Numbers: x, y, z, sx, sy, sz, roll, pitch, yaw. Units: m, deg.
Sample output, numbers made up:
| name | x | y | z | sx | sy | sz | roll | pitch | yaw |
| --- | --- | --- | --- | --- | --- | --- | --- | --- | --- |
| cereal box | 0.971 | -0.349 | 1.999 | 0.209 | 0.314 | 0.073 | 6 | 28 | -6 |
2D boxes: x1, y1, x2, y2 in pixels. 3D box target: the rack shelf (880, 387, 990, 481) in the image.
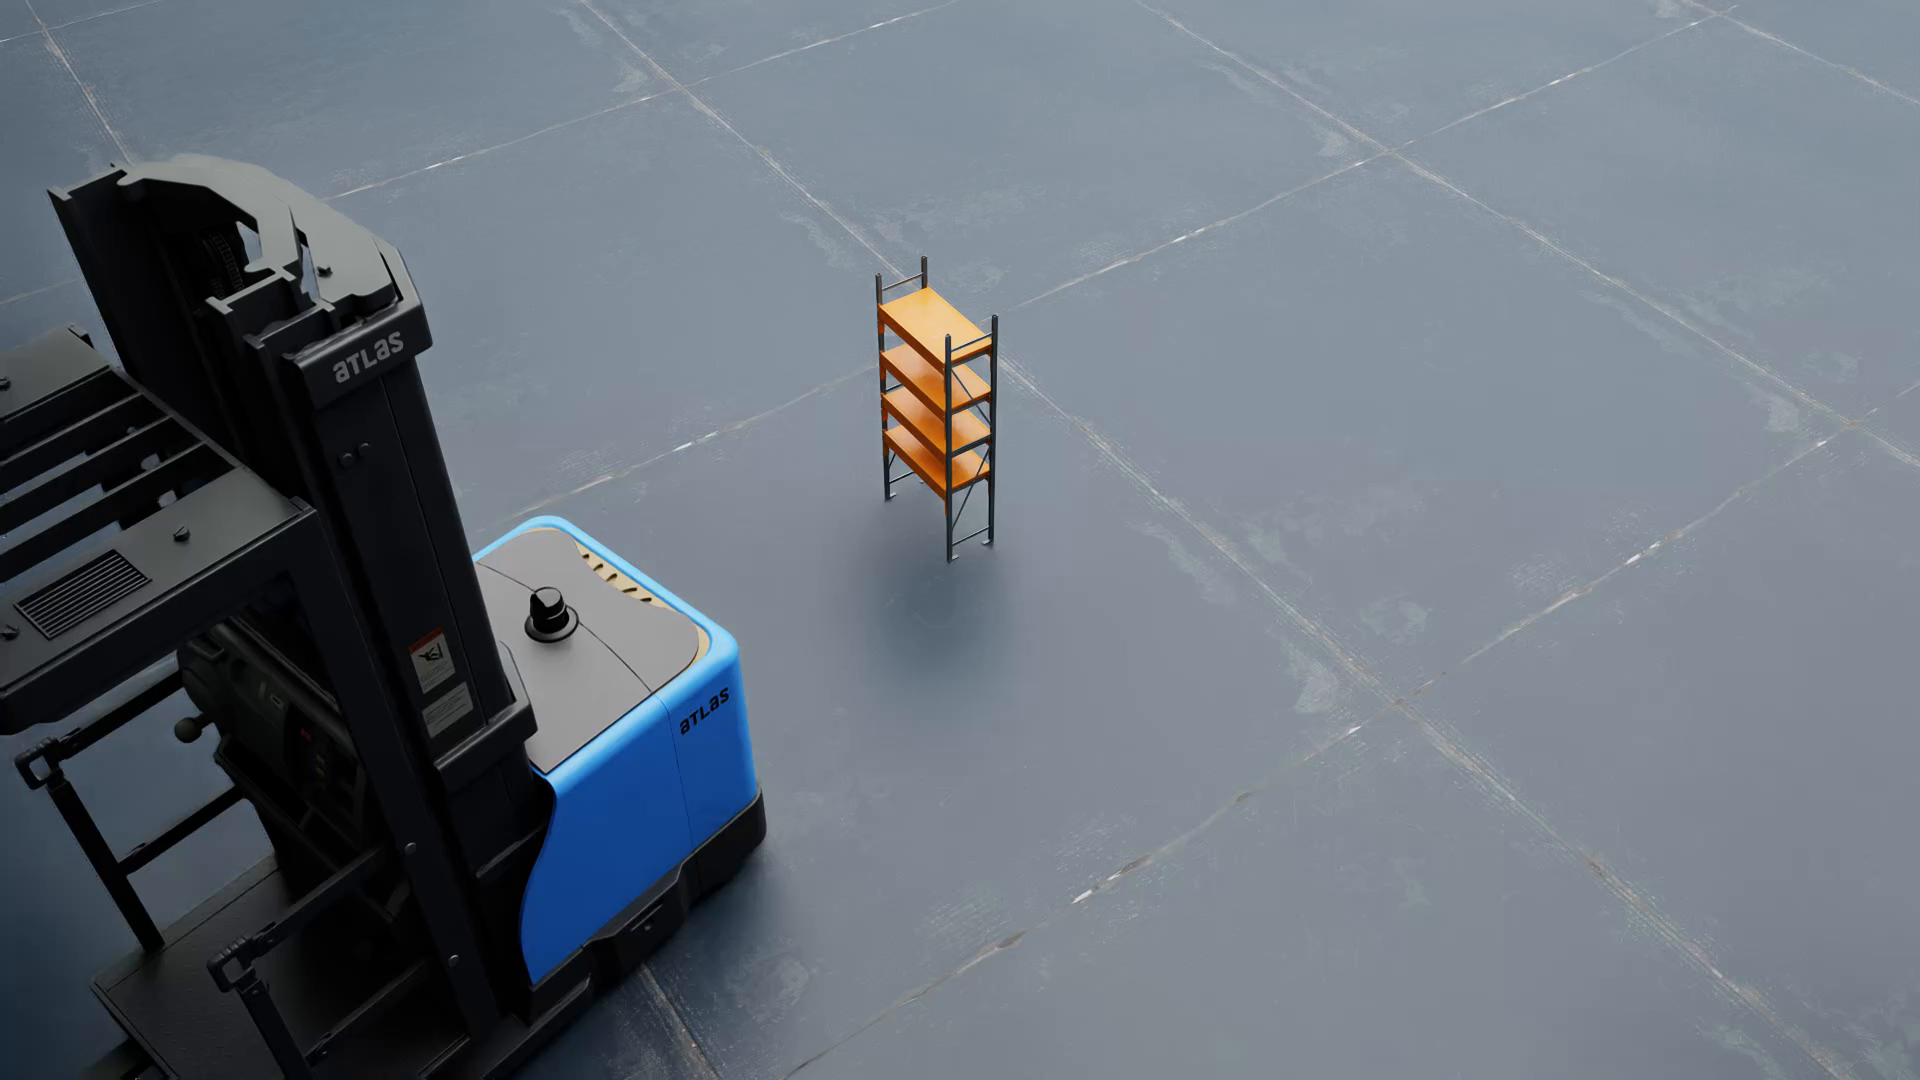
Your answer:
| name | x | y | z | sx | sy | sz | roll | pitch | yaw |
| --- | --- | --- | --- | --- | --- | --- | --- | --- | --- |
| rack shelf | -0.095 | -0.479 | 6.971 | 0.258 | 0.148 | 0.480 | -26 | 49 | -24 |

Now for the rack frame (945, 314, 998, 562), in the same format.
| name | x | y | z | sx | sy | sz | roll | pitch | yaw |
| --- | --- | --- | --- | --- | --- | --- | --- | --- | --- |
| rack frame | 0.045 | -0.390 | 6.780 | 0.240 | 1.200 | 0.015 | -26 | 49 | -24 |

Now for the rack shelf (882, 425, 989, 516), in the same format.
| name | x | y | z | sx | sy | sz | roll | pitch | yaw |
| --- | --- | --- | --- | --- | --- | --- | --- | --- | --- |
| rack shelf | -0.095 | -0.335 | 7.108 | 0.258 | 0.148 | 0.480 | -26 | 49 | -24 |

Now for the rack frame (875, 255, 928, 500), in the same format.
| name | x | y | z | sx | sy | sz | roll | pitch | yaw |
| --- | --- | --- | --- | --- | --- | --- | --- | --- | --- |
| rack frame | -0.234 | -0.666 | 7.070 | 0.240 | 1.200 | 0.015 | -26 | 49 | -24 |

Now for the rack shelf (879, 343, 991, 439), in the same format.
| name | x | y | z | sx | sy | sz | roll | pitch | yaw |
| --- | --- | --- | --- | --- | --- | --- | --- | --- | --- |
| rack shelf | -0.095 | -0.641 | 6.817 | 0.258 | 0.148 | 0.480 | -26 | 49 | -24 |

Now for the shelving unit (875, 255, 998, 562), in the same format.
| name | x | y | z | sx | sy | sz | roll | pitch | yaw |
| --- | --- | --- | --- | --- | --- | --- | --- | --- | --- |
| shelving unit | -0.095 | -0.528 | 6.925 | 0.258 | 1.200 | 0.503 | -26 | 49 | -24 |

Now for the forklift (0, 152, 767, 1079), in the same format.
| name | x | y | z | sx | sy | sz | roll | pitch | yaw |
| --- | --- | --- | --- | --- | --- | --- | --- | --- | --- |
| forklift | -2.045 | 0.592 | 4.499 | 1.130 | 2.935 | 3.031 | 31 | 52 | 28 |

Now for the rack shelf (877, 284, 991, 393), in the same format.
| name | x | y | z | sx | sy | sz | roll | pitch | yaw |
| --- | --- | --- | --- | --- | --- | --- | --- | --- | --- |
| rack shelf | -0.095 | -0.812 | 6.654 | 0.258 | 0.148 | 0.480 | -26 | 49 | -24 |
